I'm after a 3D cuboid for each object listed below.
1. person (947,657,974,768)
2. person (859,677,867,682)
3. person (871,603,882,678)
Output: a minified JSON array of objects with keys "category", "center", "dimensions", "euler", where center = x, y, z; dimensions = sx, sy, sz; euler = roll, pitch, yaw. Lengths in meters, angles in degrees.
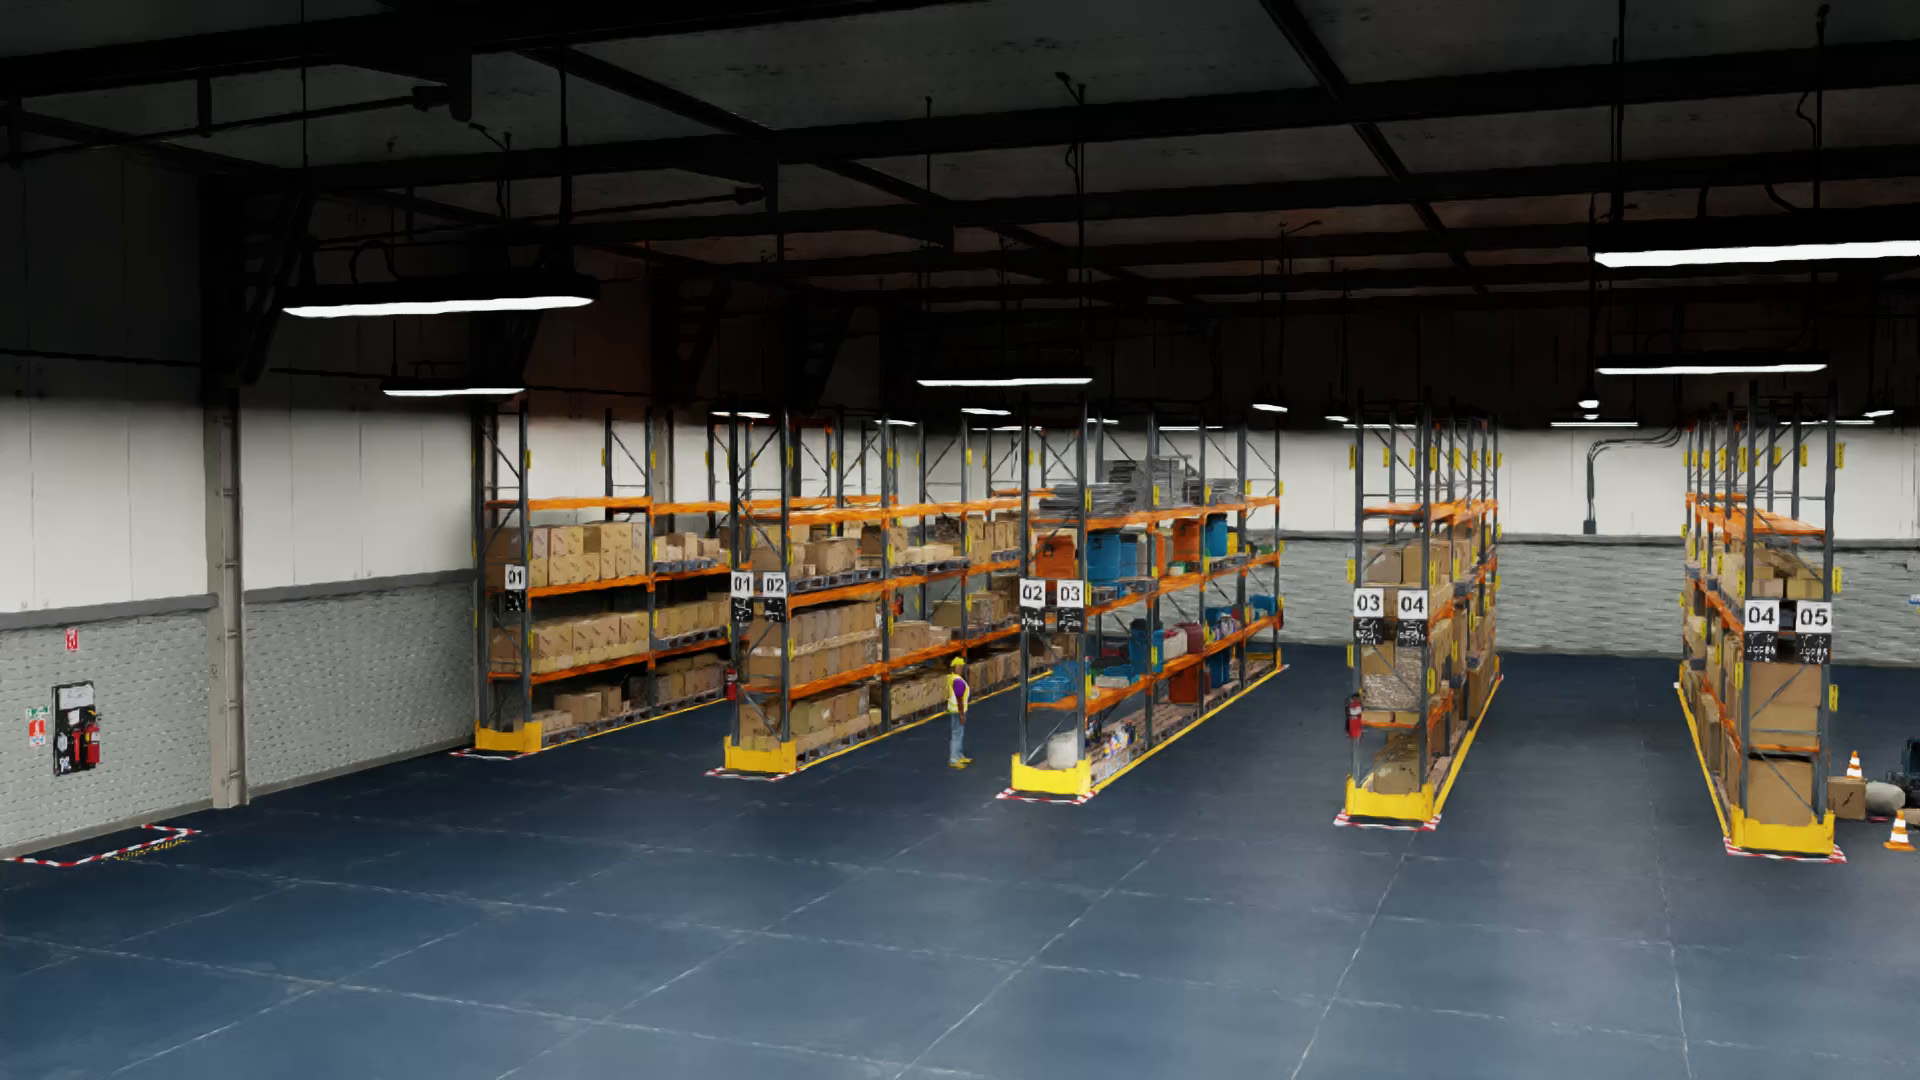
[{"category":"person","center":[0.013,2.784,27.045],"dimensions":[0.452,1.768,0.632],"euler":[0,3,-9]},{"category":"person","center":[-2.178,2.474,34.120],"dimensions":[0.588,1.700,1.193],"euler":[1,3,19]},{"category":"person","center":[-1.854,2.294,38.138],"dimensions":[0.427,1.683,0.553],"euler":[0,3,-1]}]
